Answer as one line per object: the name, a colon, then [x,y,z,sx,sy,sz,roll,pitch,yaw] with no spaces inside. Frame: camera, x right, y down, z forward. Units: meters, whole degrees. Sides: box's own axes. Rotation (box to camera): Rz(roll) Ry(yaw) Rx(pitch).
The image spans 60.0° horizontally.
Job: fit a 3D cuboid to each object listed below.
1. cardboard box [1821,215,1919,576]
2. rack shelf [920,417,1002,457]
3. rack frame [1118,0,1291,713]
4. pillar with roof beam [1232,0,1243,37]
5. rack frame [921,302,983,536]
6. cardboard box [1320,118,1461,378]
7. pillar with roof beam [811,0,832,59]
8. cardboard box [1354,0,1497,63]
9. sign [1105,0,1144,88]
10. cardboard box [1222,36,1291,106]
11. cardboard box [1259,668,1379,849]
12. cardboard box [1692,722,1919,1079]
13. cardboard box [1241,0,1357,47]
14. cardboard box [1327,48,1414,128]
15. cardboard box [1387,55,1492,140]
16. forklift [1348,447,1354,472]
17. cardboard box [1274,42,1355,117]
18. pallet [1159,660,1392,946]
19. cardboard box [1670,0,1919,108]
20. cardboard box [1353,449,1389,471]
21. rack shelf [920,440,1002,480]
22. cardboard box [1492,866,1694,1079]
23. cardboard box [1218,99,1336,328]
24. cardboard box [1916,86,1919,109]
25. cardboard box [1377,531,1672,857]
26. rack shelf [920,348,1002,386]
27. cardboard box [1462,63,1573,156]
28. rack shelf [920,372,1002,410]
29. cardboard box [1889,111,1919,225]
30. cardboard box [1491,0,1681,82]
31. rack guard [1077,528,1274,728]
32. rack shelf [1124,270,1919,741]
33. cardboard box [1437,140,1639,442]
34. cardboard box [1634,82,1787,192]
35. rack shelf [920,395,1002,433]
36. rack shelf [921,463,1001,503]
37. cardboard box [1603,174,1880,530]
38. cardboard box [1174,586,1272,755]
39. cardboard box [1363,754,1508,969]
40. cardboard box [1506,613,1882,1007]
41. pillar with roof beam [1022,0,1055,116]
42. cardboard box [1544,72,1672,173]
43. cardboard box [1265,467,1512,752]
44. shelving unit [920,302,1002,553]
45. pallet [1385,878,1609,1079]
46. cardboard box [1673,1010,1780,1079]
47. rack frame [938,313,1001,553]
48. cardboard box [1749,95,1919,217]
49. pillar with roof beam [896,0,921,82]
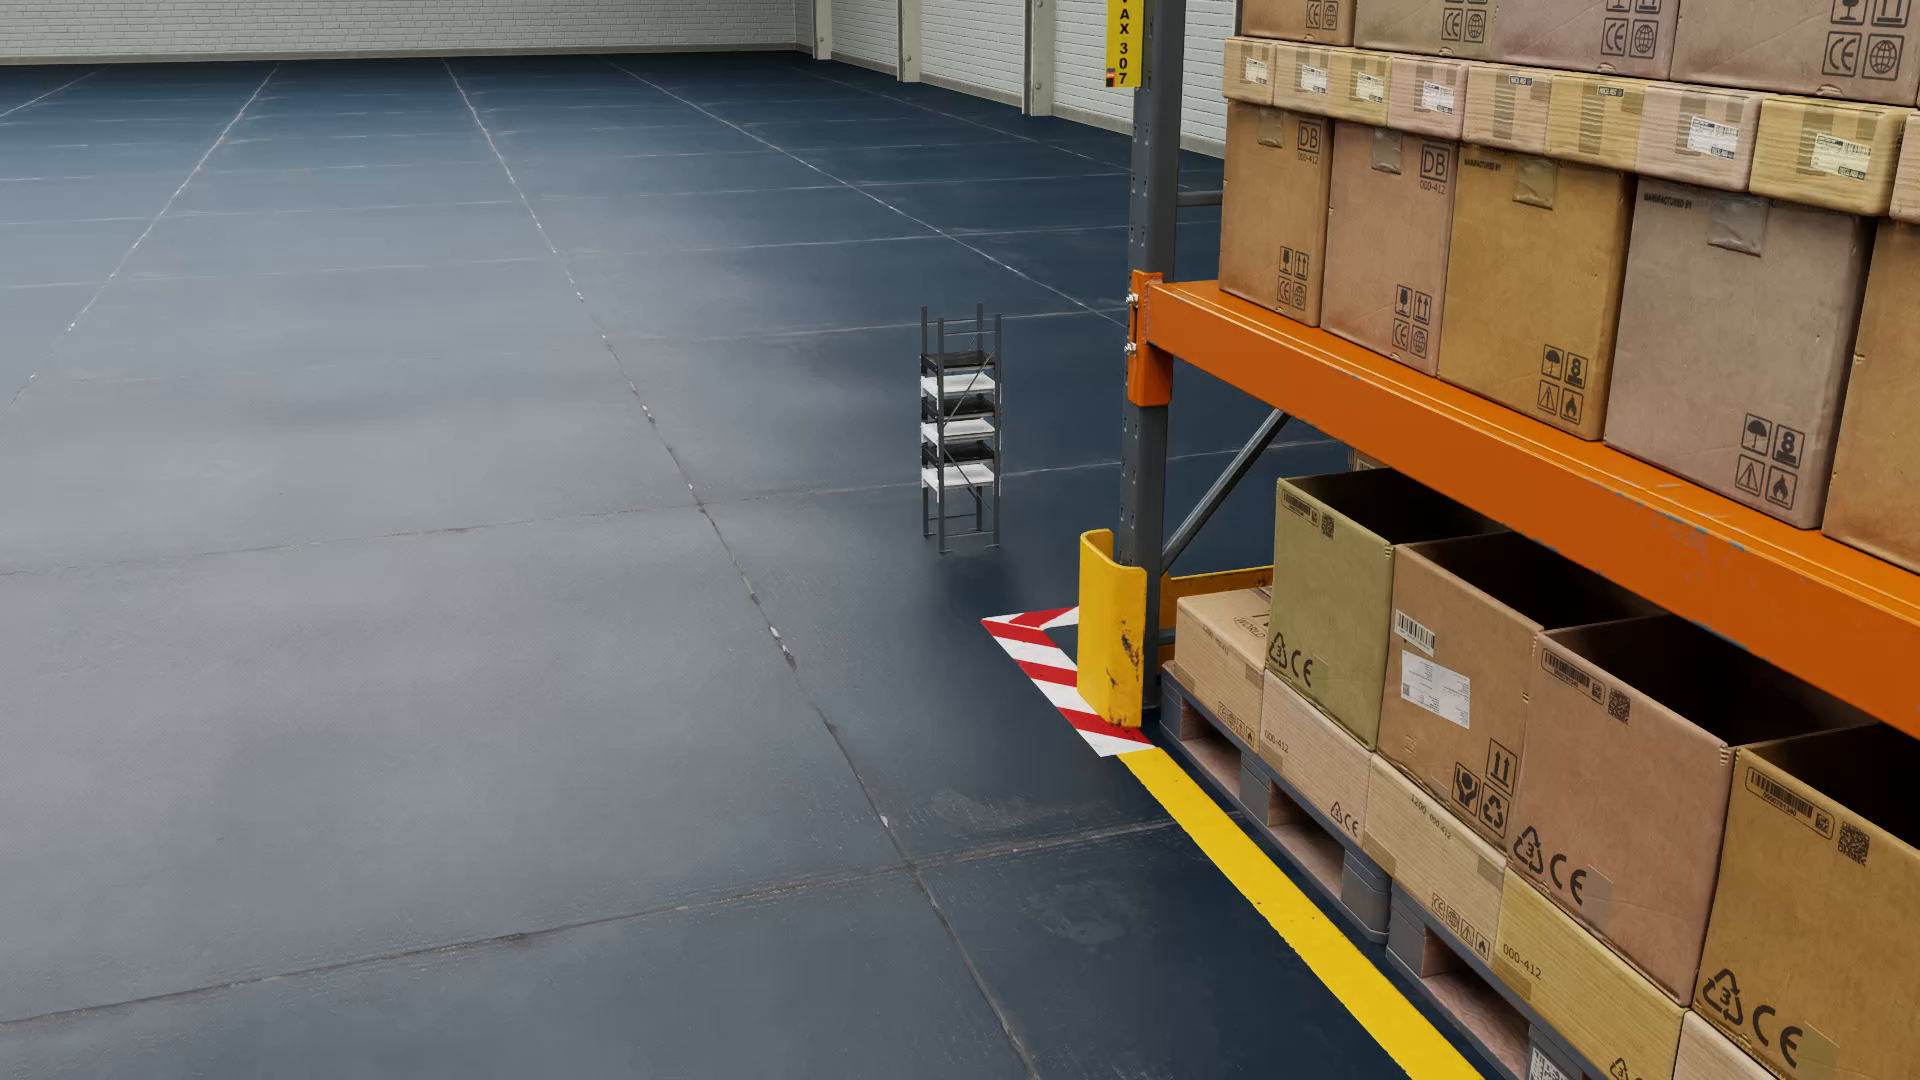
cardboard box: [1.745,-0.198,2.383,0.700,0.500,0.500,-6,21,-16]
rack shelf: [0.003,-0.390,6.268,0.258,0.077,0.200,-6,21,-17]
rack frame: [0.959,-0.963,4.660,1.000,3.000,0.127,-6,21,-17]
pillar with roof beam: [-1.156,-7.575,14.193,9.100,9.000,0.400,-6,21,-17]
rack frame: [-0.029,-0.454,6.348,0.240,0.900,0.006,-6,21,-17]
cardboard box: [1.264,-0.691,3.755,0.700,0.500,0.500,-6,21,-16]
pillar with roof beam: [-6.814,-13.351,30.275,9.100,9.000,0.400,-6,21,-17]
cardboard box: [1.281,-1.284,3.488,0.700,0.500,0.500,-7,21,-19]
sign: [0.431,-1.351,4.342,0.100,0.325,0.005,-6,21,-17]
cardboard box: [0.878,-1.167,4.120,0.380,0.149,0.250,-7,21,-18]
cardboard box: [1.078,0.489,4.064,0.500,0.250,0.500,-6,21,-17]
cardboard box: [1.557,0.617,2.599,0.500,0.500,0.500,-6,21,-17]
cardboard box: [1.111,-1.453,3.956,0.700,0.500,0.500,-6,21,-17]
cardboard box: [1.041,-1.002,3.661,0.380,0.149,0.250,-6,21,-17]
cardboard box: [1.118,-0.921,3.435,0.380,0.149,0.250,-7,21,-18]
forklift: [2.998,-1.283,5.654,3.031,2.935,1.130,17,26,39]
cardboard box: [0.964,-1.082,3.885,0.380,0.149,0.250,-7,21,-19]
pallet: [1.240,0.590,4.461,1.003,0.211,1.213,-6,21,-17]
cardboard box: [1.598,-0.962,2.590,0.700,0.500,0.500,-6,21,-17]
cardboard box: [1.411,-0.079,4.536,0.500,0.500,0.500,-6,21,-17]
rack shelf: [0.003,-0.305,6.299,0.258,0.077,0.200,-6,21,-17]
cardboard box: [1.387,0.811,3.169,0.500,0.250,0.500,-6,21,-17]
cardboard box: [1.094,-0.859,4.223,0.700,0.500,0.500,-6,21,-17]
cardboard box: [1.754,-0.802,2.144,0.700,0.500,0.500,-6,21,-17]
cardboard box: [1.245,0.295,3.494,0.500,0.500,0.500,-6,21,-17]
rack shelf: [0.003,-0.644,6.177,0.258,0.077,0.200,-6,21,-17]
cardboard box: [1.204,-0.836,3.198,0.380,0.149,0.250,-7,21,-19]
rack shelf: [0.003,-0.559,6.208,0.258,0.077,0.200,-6,21,-17]
cardboard box: [1.530,-0.504,2.275,0.380,0.149,0.250,-6,21,-16]
cardboard box: [1.440,-1.123,3.038,0.700,0.500,0.500,-6,21,-17]
rack guard: [0.952,0.206,5.104,1.175,0.500,0.348,-6,21,-17]
rack shelf: [1.588,0.017,2.995,1.077,0.370,4.000,-6,21,-17]
cardboard box: [1.414,-0.531,3.310,0.700,0.500,0.500,-6,21,-17]
cardboard box: [1.361,-0.673,2.746,0.380,0.149,0.250,-6,21,-17]
rack shelf: [0.003,-0.474,6.238,0.258,0.077,0.200,-6,21,-17]
rack shelf: [0.003,-0.220,6.329,0.258,0.077,0.200,-6,21,-17]
cardboard box: [1.583,-0.362,2.840,0.700,0.500,0.500,-6,21,-16]
cardboard box: [0.917,0.329,4.509,0.500,0.250,0.500,-6,21,-17]
cardboard box: [1.234,0.650,3.617,0.500,0.250,0.500,-6,21,-17]
cardboard box: [1.386,0.458,3.042,0.500,0.500,0.500,-6,21,-17]
pillar with roof beam: [-3.042,-9.500,19.554,9.100,9.000,0.400,-6,21,-17]
cardboard box: [1.285,-0.754,2.970,0.380,0.149,0.250,-7,21,-18]
cardboard box: [1.076,0.136,3.936,0.500,0.500,0.500,-6,21,-17]
shelving unit: [0.003,-0.421,6.257,0.258,0.900,0.210,-6,21,-17]
pallet: [1.619,0.981,3.373,1.003,0.211,1.213,-6,21,-17]
cardboard box: [1.545,0.971,2.722,0.500,0.250,0.500,-6,21,-17]
rack frame: [0.034,-0.388,6.166,0.240,0.900,0.006,-6,21,-17]
cardboard box: [1.444,-0.589,2.511,0.380,0.149,0.250,-6,21,-15]
pillar with roof beam: [-4.928,-11.426,24.915,9.100,9.000,0.400,-6,21,-17]
